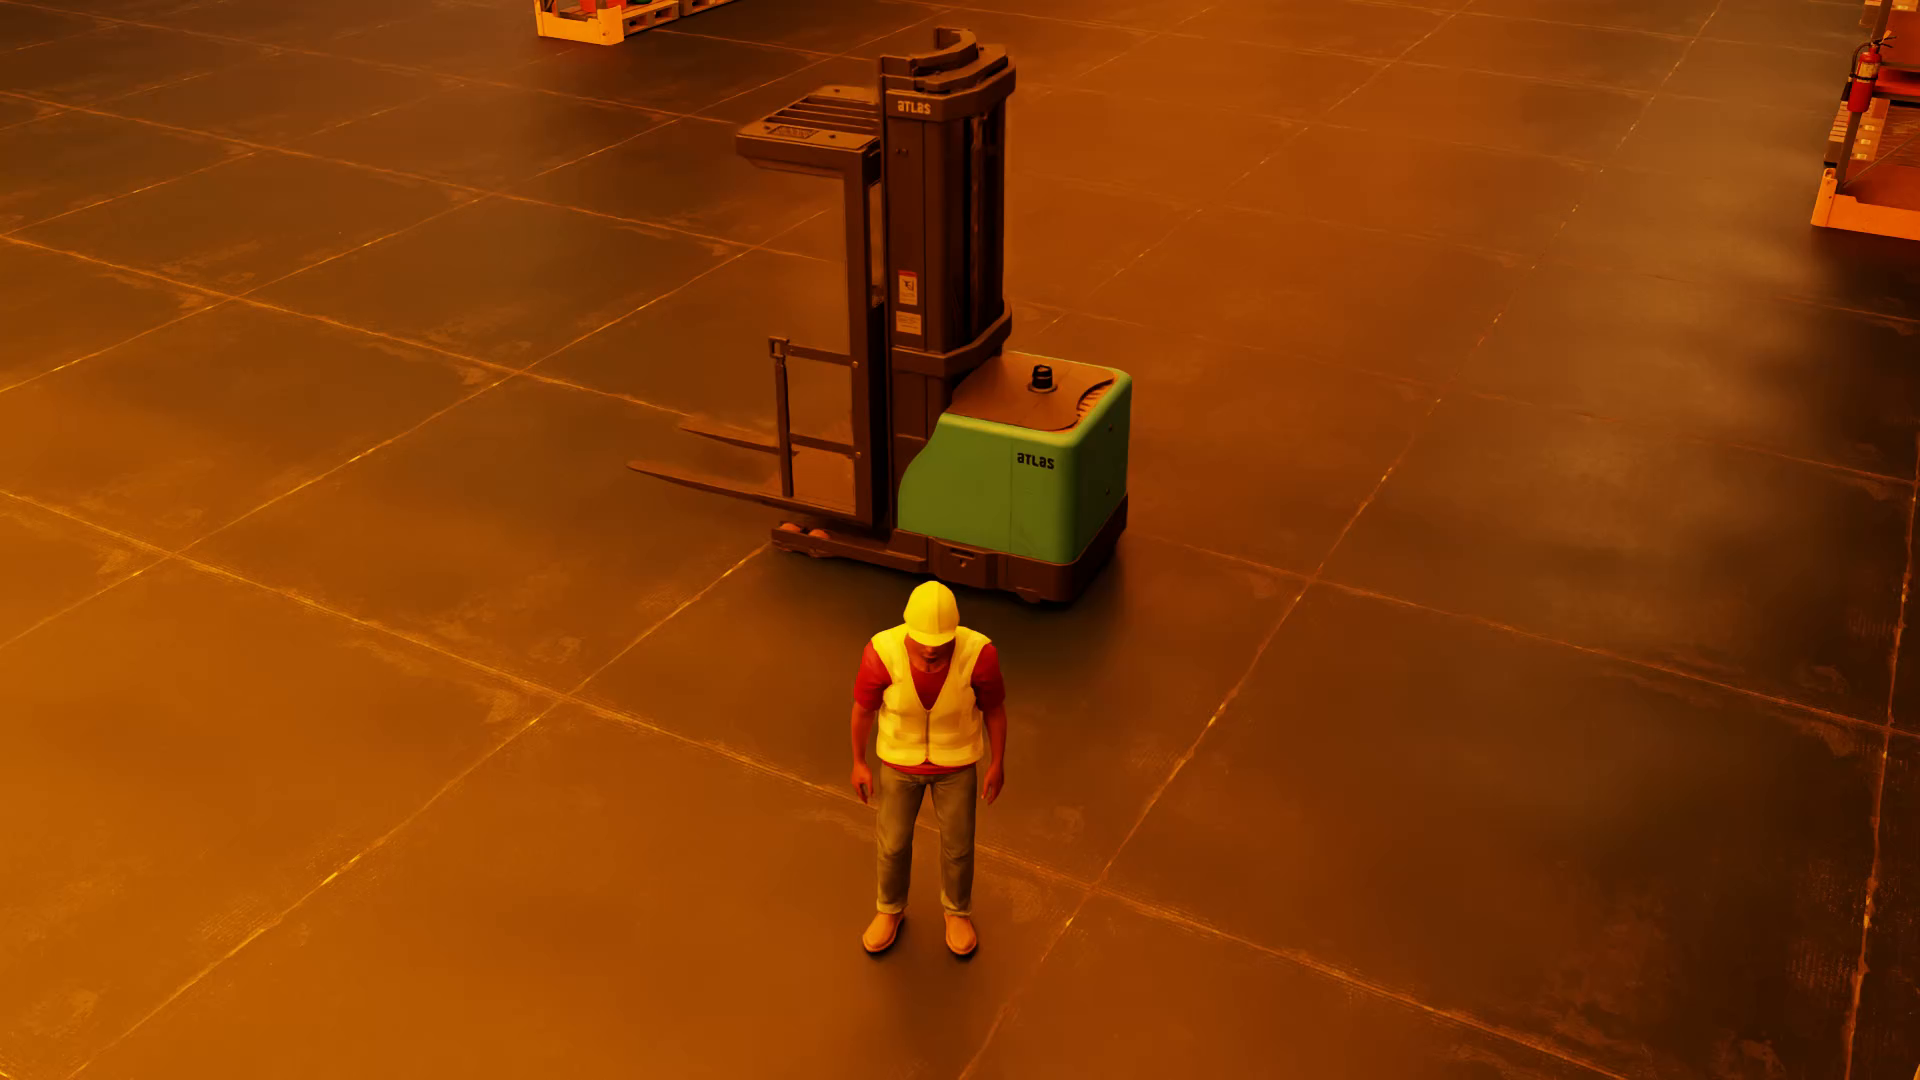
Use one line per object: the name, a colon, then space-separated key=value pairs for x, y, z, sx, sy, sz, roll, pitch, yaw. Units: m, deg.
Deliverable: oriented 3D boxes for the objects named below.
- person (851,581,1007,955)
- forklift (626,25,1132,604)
person: x=-0.126 y=0.903 z=6.682 sx=0.626 sy=1.759 sz=0.463 roll=1 pitch=30 yaw=1
forklift: x=-0.565 y=-1.388 z=9.476 sx=3.031 sy=2.935 sz=1.130 roll=12 pitch=32 yaw=20
